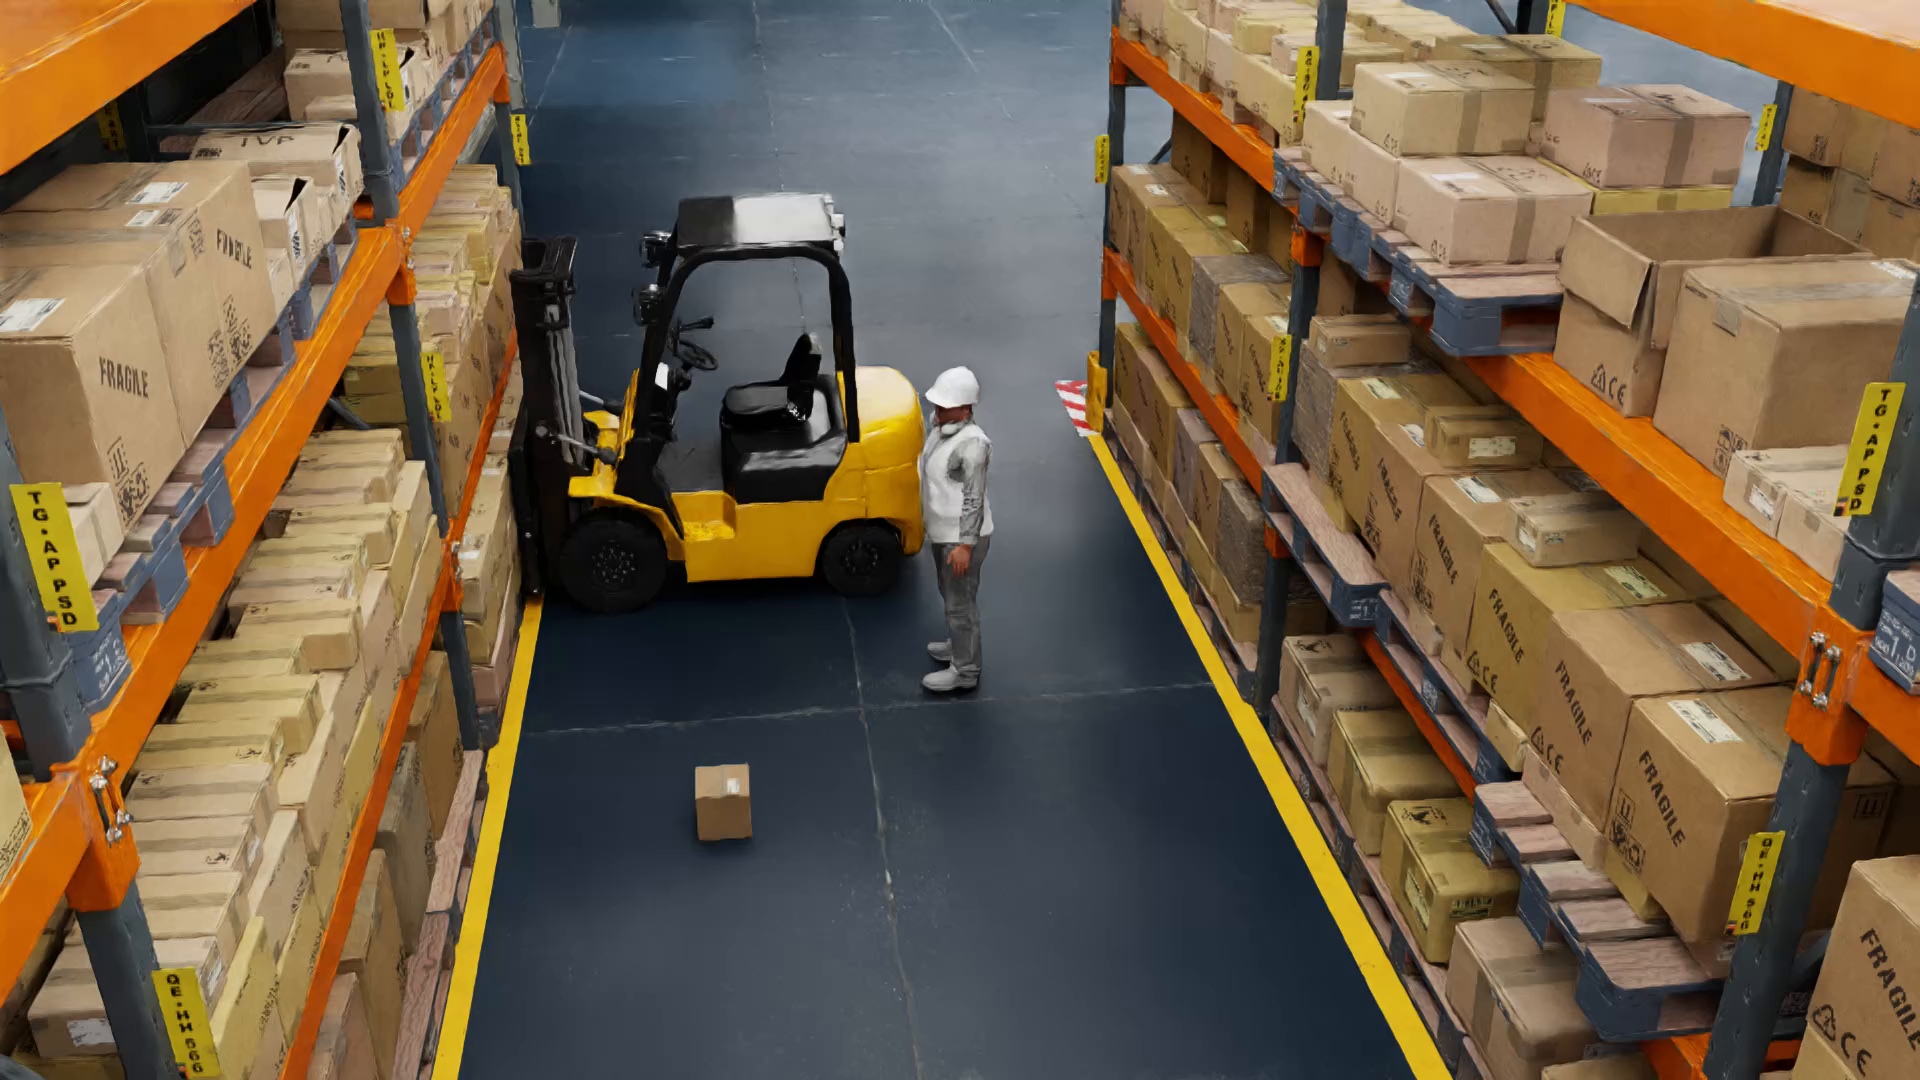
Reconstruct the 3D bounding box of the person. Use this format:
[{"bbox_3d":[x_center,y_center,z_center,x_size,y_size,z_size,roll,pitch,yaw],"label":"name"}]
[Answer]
[{"bbox_3d":[-0.041,-0.059,8.647,0.385,1.784,0.591,-7,28,-13],"label":"person"}]
